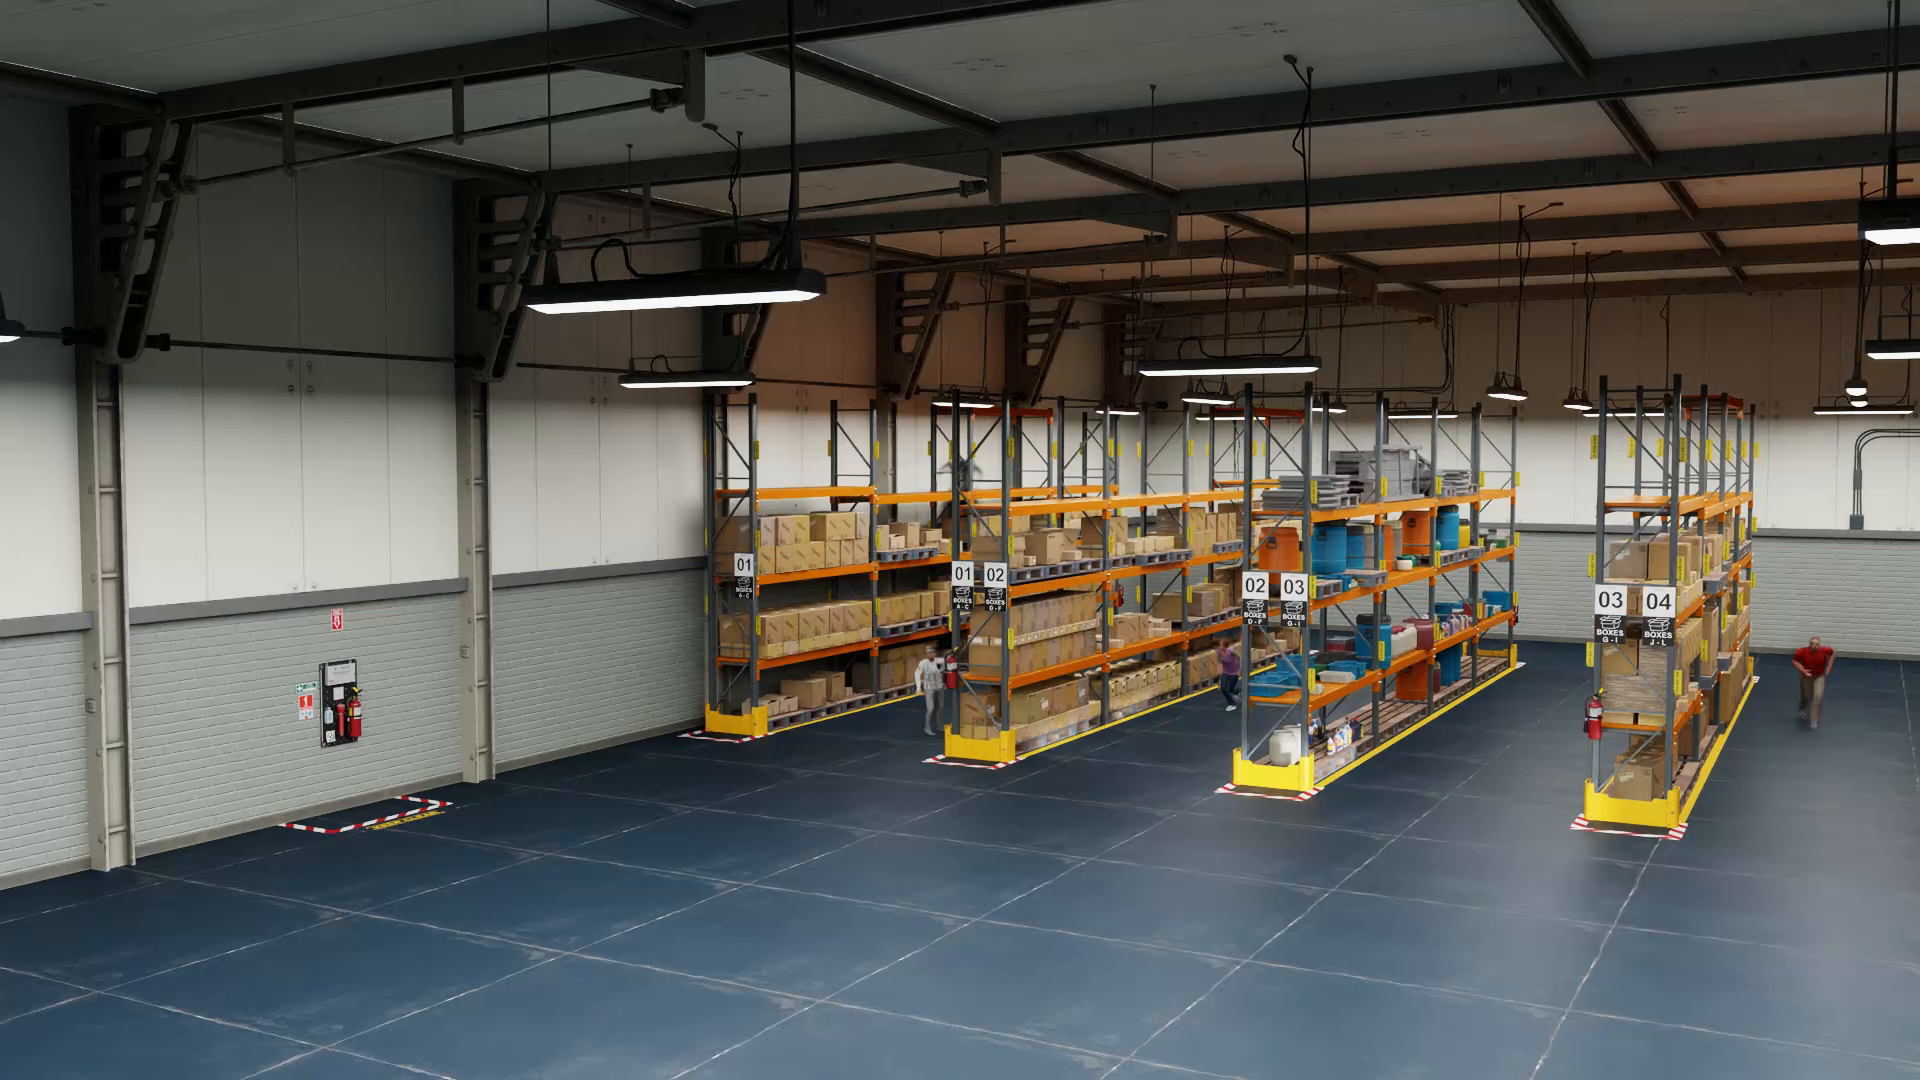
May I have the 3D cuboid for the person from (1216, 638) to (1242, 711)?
[{"bbox_3d":[5.219,2.571,31.920,0.554,1.426,0.845,2,4,34],"label":"person"}]

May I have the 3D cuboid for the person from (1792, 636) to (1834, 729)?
[{"bbox_3d":[15.542,2.567,30.366,0.707,1.697,1.018,1,3,14],"label":"person"}]

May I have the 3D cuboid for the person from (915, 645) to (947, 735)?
[{"bbox_3d":[-0.444,2.651,29.290,0.624,1.635,0.766,-1,3,-19],"label":"person"}]
